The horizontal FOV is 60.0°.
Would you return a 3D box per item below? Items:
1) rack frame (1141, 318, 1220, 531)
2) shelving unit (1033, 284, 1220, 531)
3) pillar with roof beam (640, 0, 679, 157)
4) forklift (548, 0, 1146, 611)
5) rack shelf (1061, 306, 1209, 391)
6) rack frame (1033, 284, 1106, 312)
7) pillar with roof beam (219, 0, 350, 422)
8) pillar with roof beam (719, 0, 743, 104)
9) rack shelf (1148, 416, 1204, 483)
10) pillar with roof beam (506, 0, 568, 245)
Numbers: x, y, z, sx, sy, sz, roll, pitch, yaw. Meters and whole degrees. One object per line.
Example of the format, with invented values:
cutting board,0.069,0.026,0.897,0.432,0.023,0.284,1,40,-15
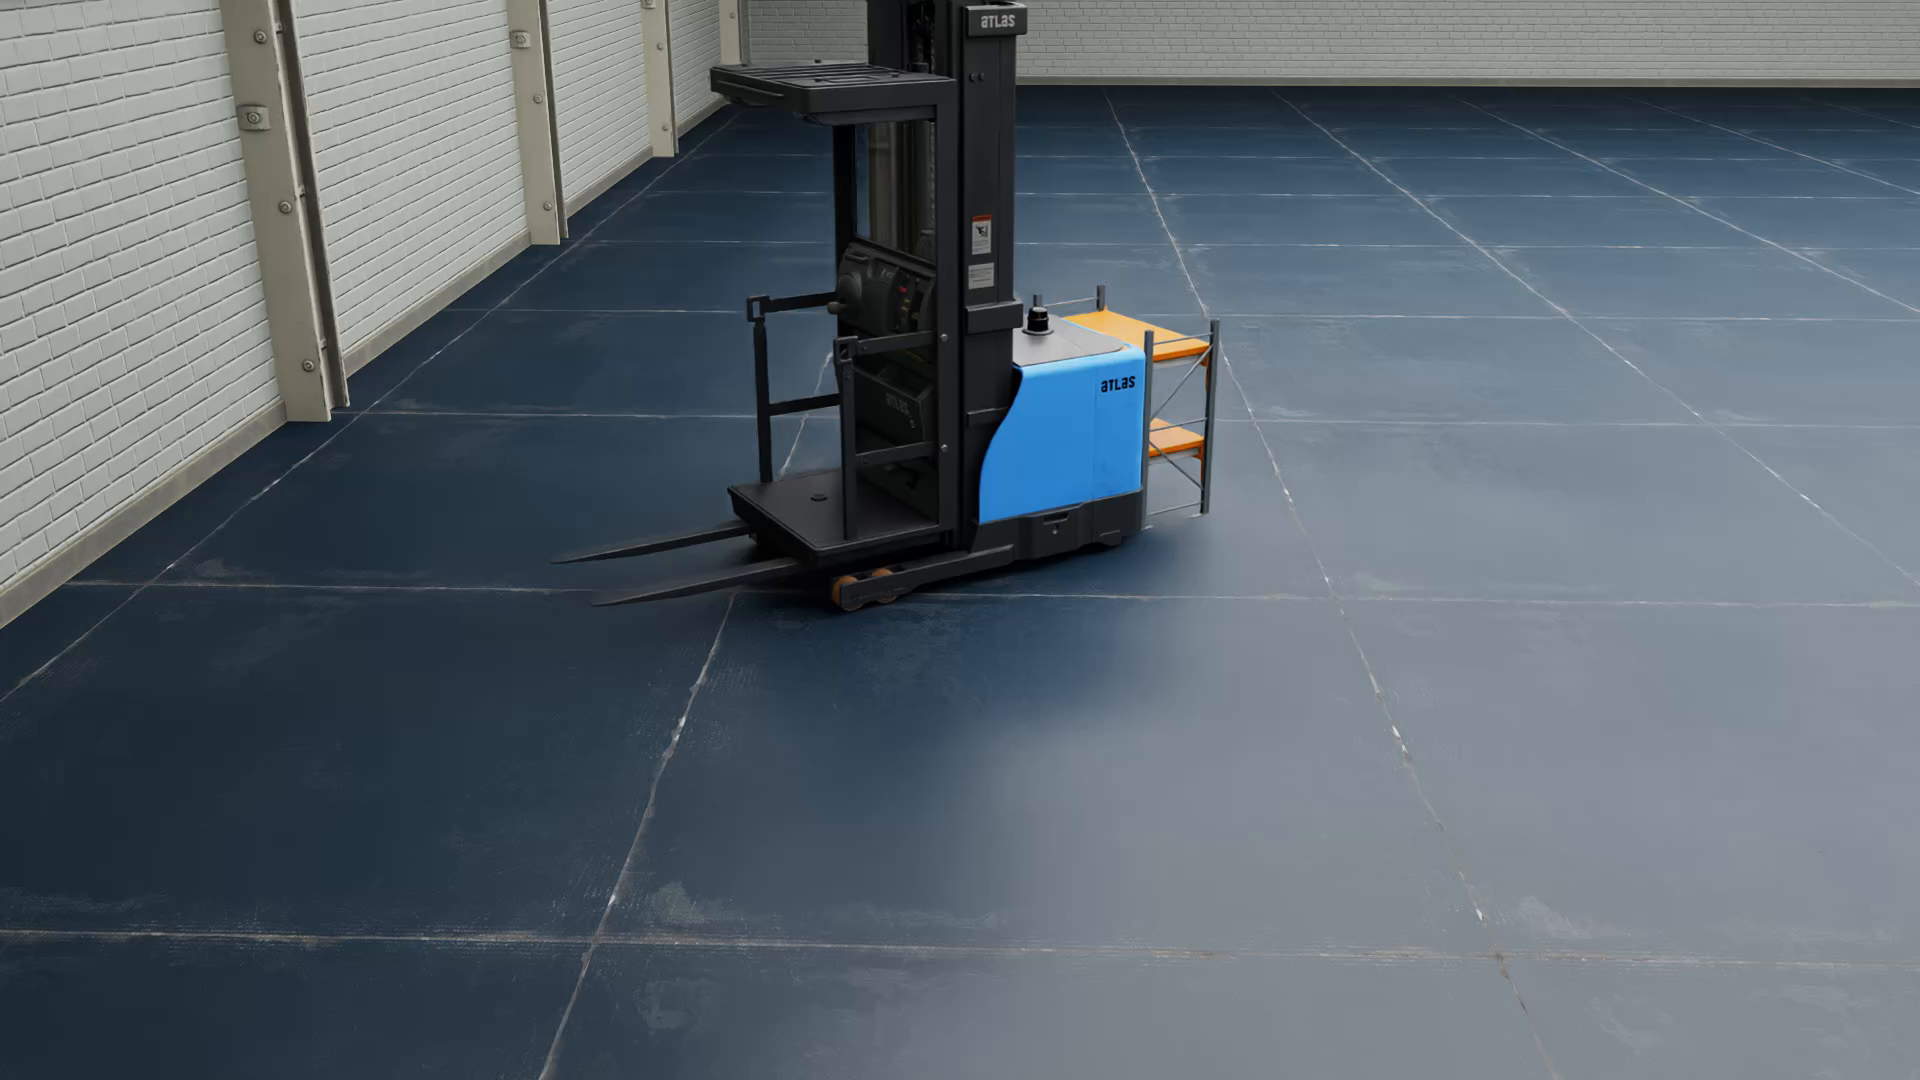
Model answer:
rack frame,1.191,-0.626,9.086,0.500,1.125,0.032,-13,25,-30
shelving unit,0.916,-0.780,9.485,0.538,1.125,1.048,-13,25,-30
pillar with roof beam,0.317,-9.348,20.682,9.100,9.000,0.400,1,21,2
forklift,-0.551,-1.237,8.166,3.031,2.935,1.130,-12,24,-28
rack shelf,0.916,-1.053,9.379,0.538,0.278,1.000,-13,25,-30
rack frame,0.641,-0.935,9.883,0.500,1.125,0.032,-13,25,-30
pillar with roof beam,-0.048,-5.009,9.499,9.100,9.000,0.400,1,21,2
pillar with roof beam,0.500,-11.518,26.273,9.100,9.000,0.400,1,21,2
rack shelf,0.916,-0.552,9.573,0.538,0.278,1.000,-13,25,-30
pillar with roof beam,0.135,-7.179,15.090,9.100,9.000,0.400,1,21,2
